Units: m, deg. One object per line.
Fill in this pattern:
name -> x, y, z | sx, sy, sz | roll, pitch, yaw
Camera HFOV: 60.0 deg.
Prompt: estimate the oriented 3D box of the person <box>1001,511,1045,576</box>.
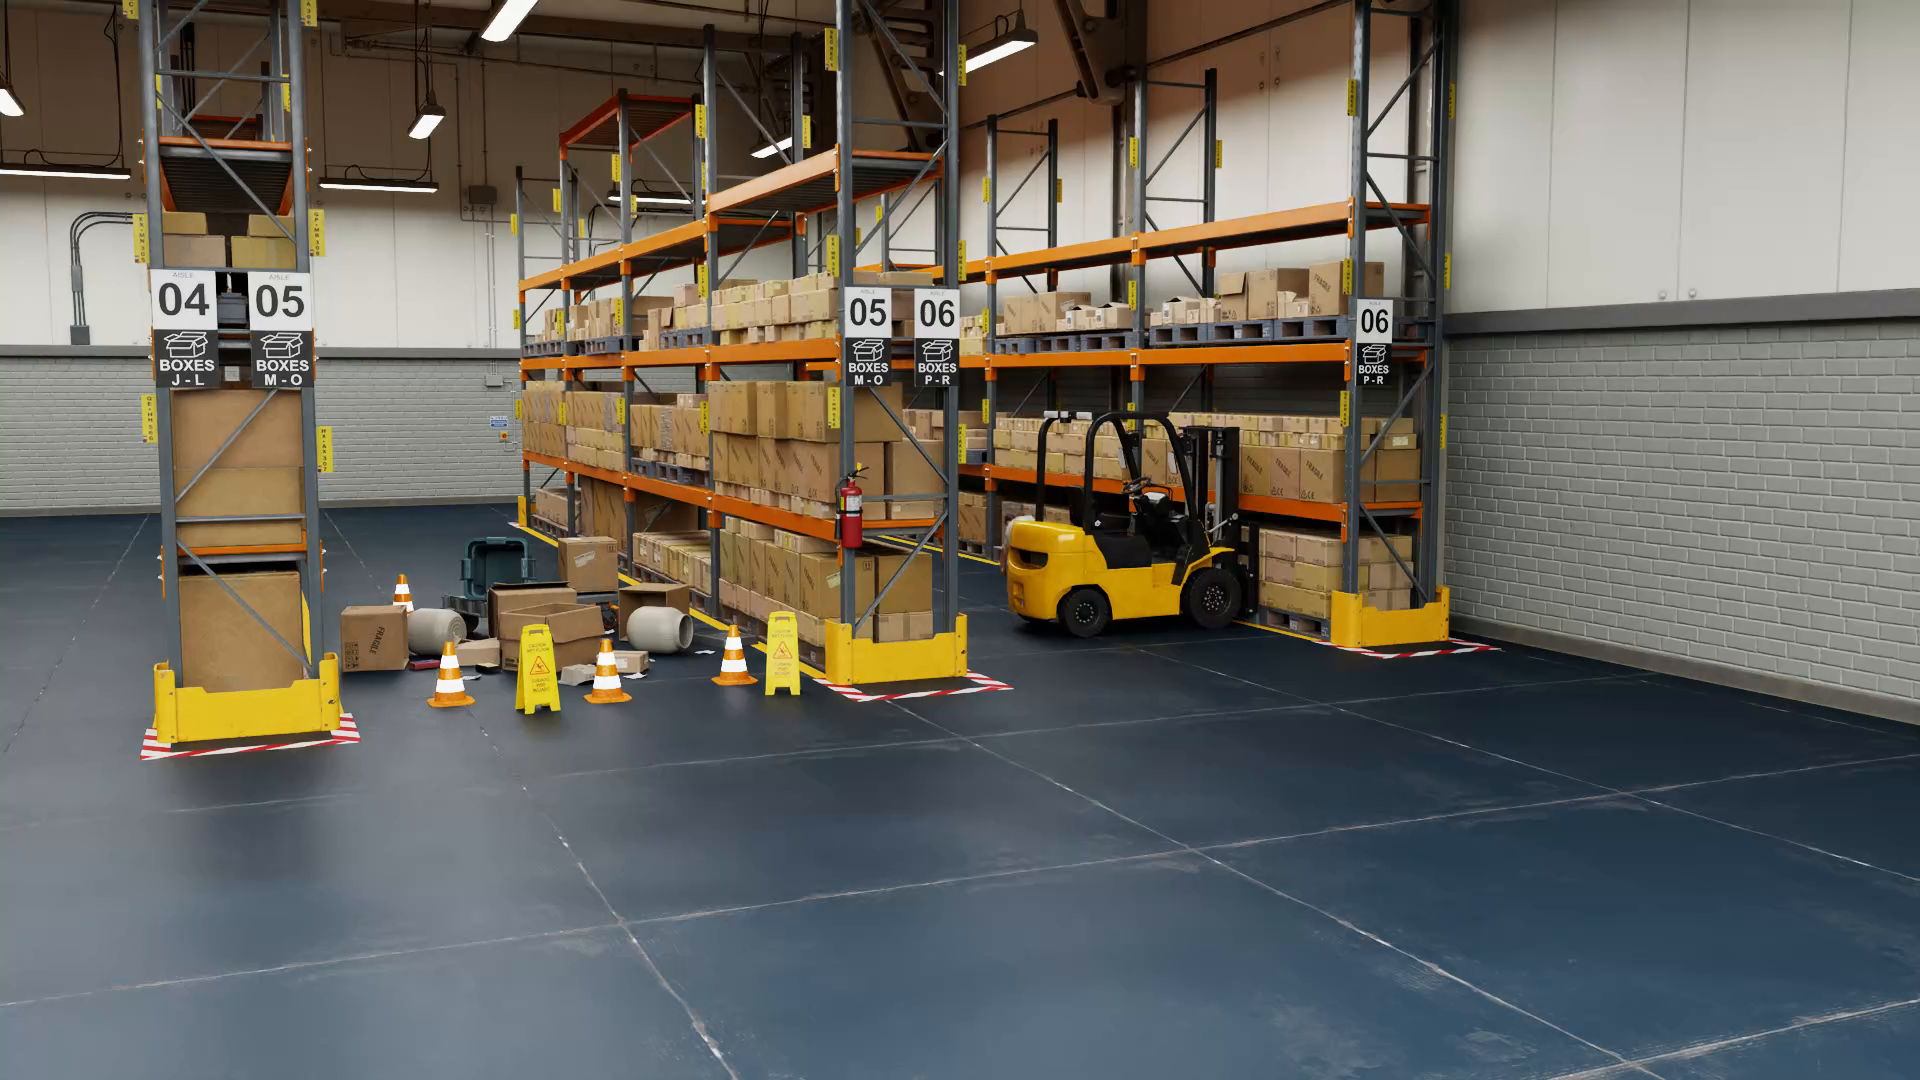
person -> 0.766, 0.172, 19.049 | 0.476, 0.936, 0.863 | -3, 6, -26
